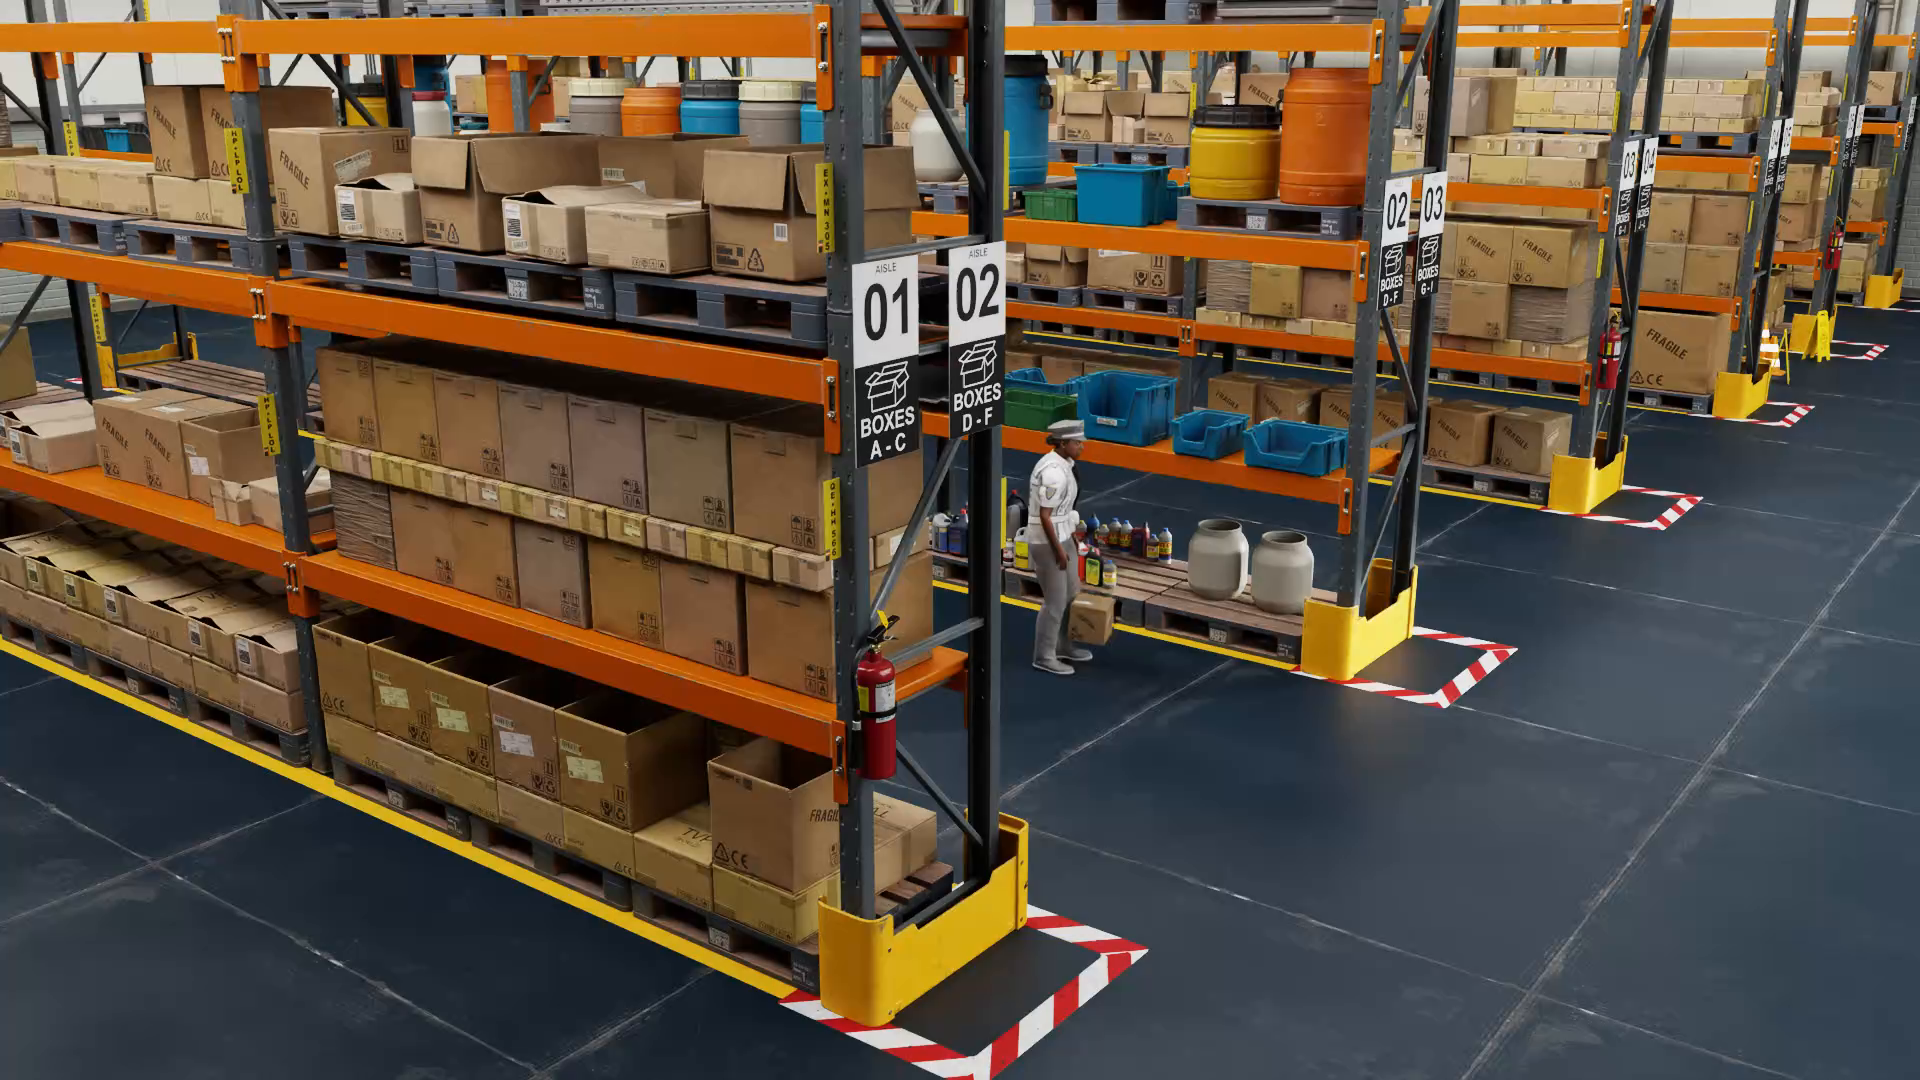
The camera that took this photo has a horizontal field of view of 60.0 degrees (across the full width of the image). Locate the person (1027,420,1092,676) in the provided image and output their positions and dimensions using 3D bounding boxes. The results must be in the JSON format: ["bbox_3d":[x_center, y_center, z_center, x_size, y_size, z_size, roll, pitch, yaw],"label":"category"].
[{"bbox_3d":[0.658,0.025,10.946,0.424,1.665,0.498,5,17,16],"label":"person"}]
